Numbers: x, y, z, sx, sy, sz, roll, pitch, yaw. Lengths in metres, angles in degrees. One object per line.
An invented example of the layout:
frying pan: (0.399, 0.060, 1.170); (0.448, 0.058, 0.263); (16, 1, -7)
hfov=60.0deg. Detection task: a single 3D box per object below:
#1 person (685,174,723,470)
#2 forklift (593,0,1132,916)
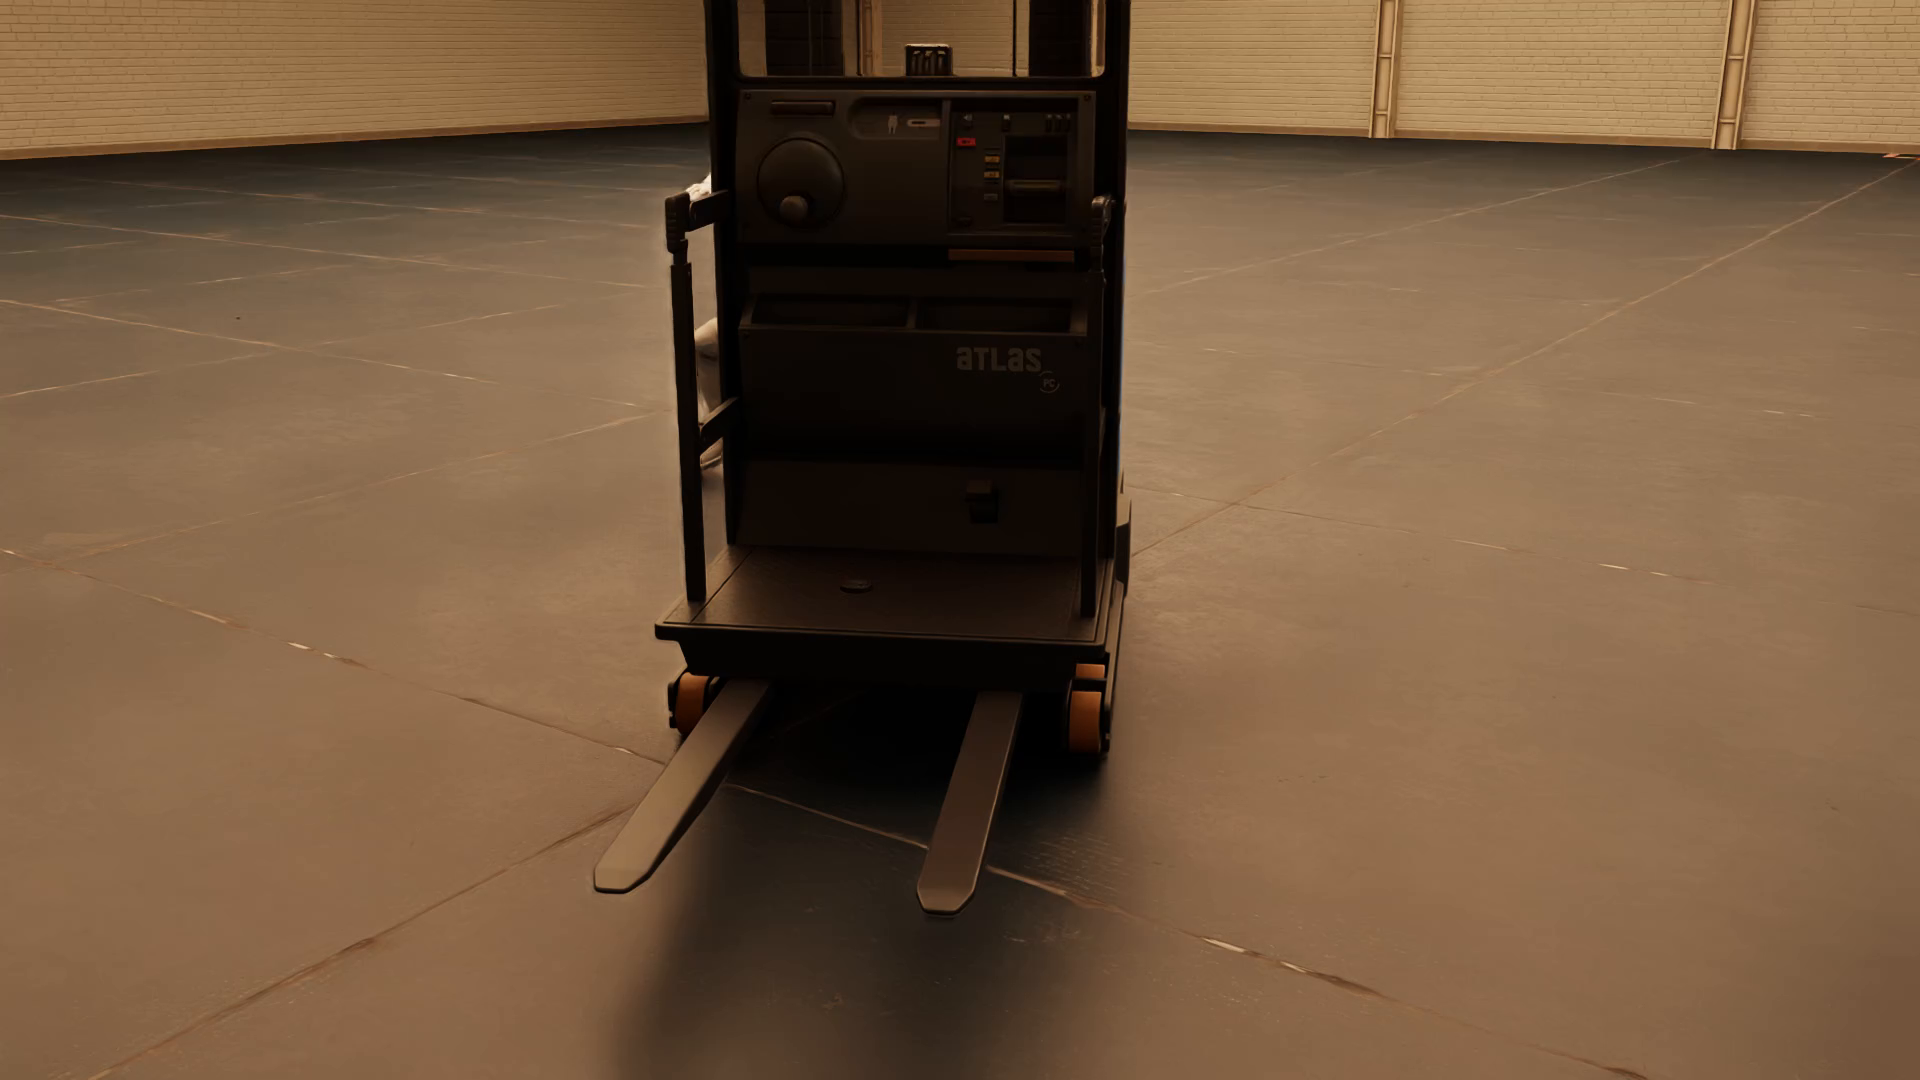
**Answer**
person: (-0.805, -0.826, 6.305); (0.945, 1.380, 0.823); (9, 19, 29)
forklift: (-0.143, -0.970, 4.078); (1.130, 2.935, 3.031); (2, 17, 7)
